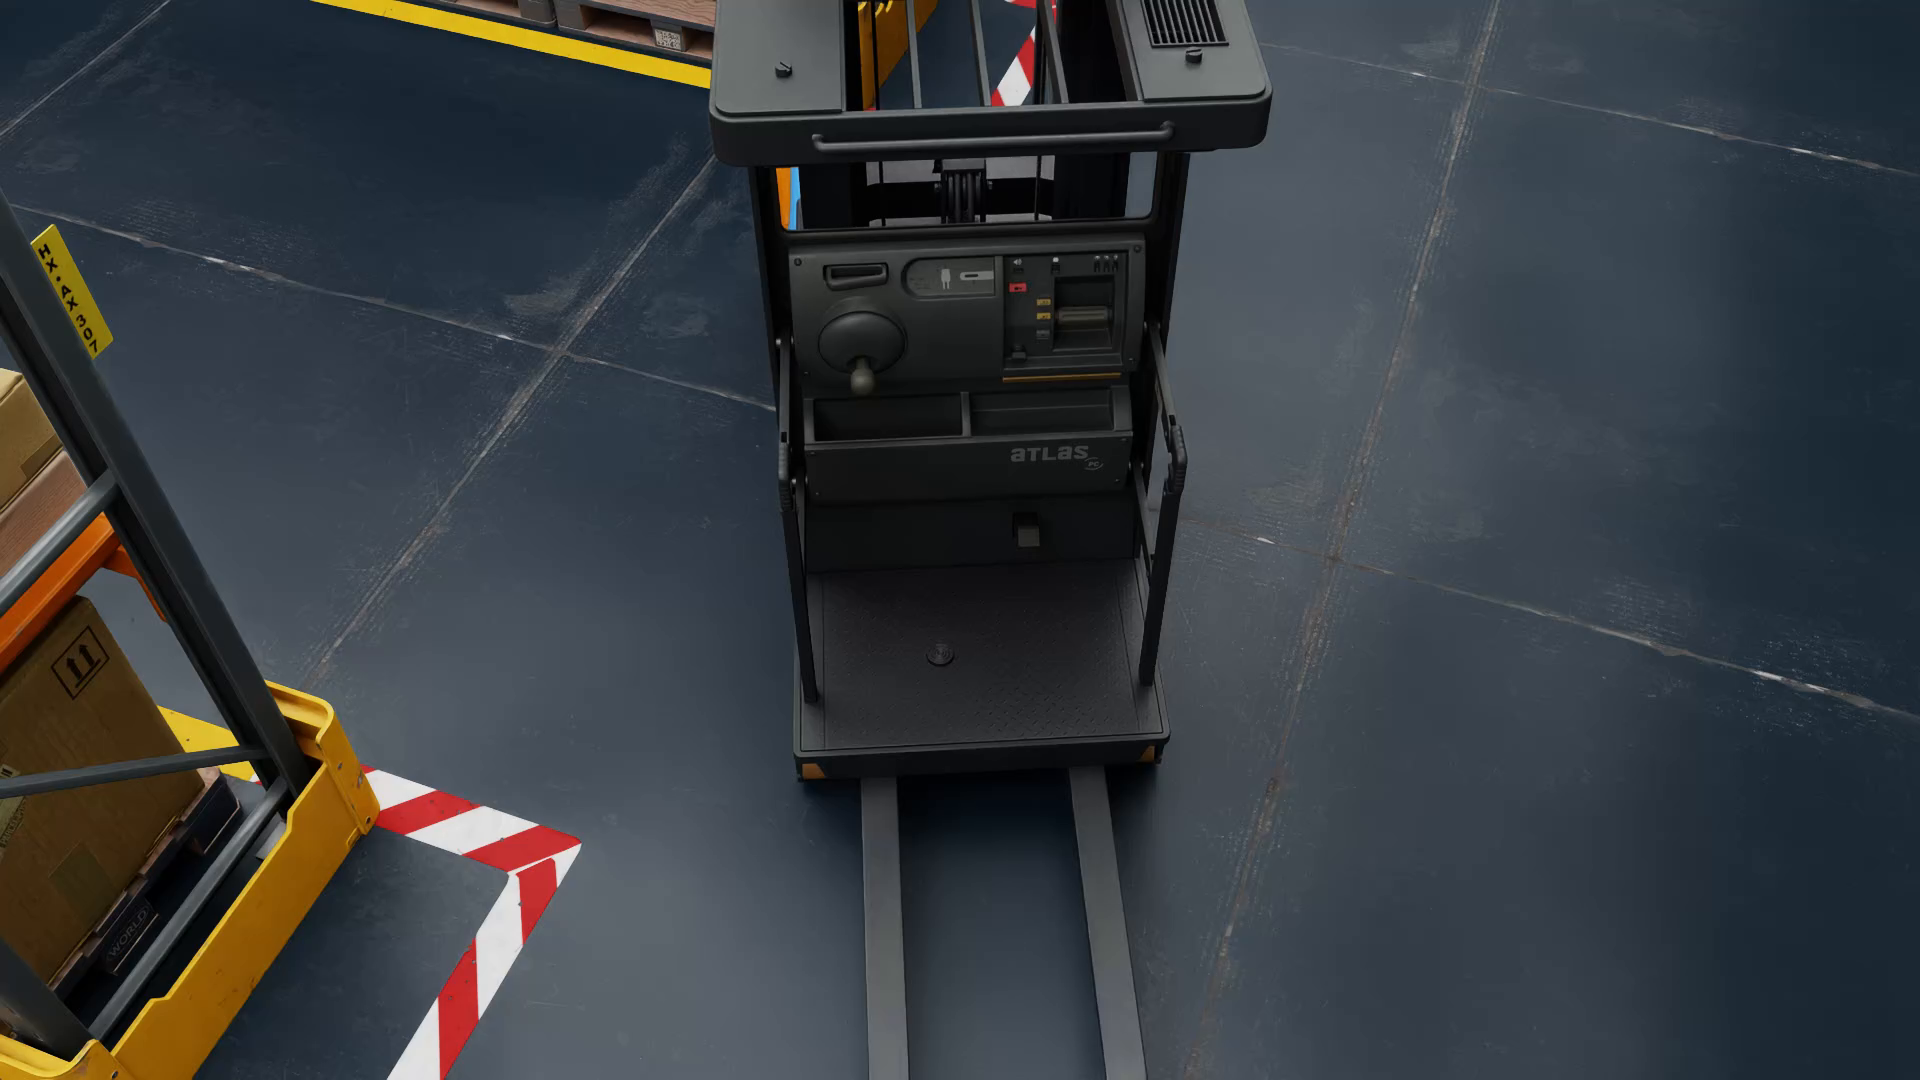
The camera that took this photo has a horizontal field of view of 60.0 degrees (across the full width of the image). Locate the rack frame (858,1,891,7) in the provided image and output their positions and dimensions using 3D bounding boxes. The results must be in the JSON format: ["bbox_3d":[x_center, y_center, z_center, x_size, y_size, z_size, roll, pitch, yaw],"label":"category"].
[{"bbox_3d":[-0.407,-3.334,6.654,0.127,3.000,1.000,16,51,13],"label":"rack frame"}]

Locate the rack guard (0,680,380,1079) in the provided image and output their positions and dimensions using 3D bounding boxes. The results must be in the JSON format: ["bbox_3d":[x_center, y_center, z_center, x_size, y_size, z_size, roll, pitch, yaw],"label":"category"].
[{"bbox_3d":[-2.101,1.002,4.550,0.348,0.500,1.175,16,51,13],"label":"rack guard"}]

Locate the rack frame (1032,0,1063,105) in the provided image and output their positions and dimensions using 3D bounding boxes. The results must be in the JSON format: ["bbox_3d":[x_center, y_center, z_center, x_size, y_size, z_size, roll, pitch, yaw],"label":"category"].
[{"bbox_3d":[0.305,-1.425,5.992,0.032,1.500,0.500,-4,49,-4],"label":"rack frame"}]

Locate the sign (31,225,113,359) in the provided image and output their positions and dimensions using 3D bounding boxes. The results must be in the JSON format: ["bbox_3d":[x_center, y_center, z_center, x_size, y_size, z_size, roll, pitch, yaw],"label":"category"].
[{"bbox_3d":[-1.926,-0.524,3.594,0.005,0.325,0.100,16,51,13],"label":"sign"}]

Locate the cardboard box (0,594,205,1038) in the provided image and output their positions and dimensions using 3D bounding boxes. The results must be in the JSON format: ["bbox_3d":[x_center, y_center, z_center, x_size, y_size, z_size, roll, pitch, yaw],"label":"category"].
[{"bbox_3d":[-2.752,0.625,4.352,0.875,0.875,0.875,16,51,13],"label":"cardboard box"}]

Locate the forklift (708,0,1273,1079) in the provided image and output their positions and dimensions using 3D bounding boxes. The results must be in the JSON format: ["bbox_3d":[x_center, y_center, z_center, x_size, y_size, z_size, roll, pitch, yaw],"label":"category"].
[{"bbox_3d":[0.038,-0.491,4.236,1.130,2.935,3.031,-3,49,-2],"label":"forklift"}]

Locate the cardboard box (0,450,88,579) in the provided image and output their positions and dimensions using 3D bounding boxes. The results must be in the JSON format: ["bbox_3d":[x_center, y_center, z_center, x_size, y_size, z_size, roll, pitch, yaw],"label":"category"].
[{"bbox_3d":[-2.342,-0.067,3.990,0.250,0.149,0.380,16,51,14],"label":"cardboard box"}]

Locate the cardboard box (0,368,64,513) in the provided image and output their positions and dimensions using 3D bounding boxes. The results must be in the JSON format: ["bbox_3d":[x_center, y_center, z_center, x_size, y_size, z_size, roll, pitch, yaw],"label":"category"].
[{"bbox_3d":[-2.480,-0.188,3.830,0.500,0.250,0.500,14,51,12],"label":"cardboard box"}]

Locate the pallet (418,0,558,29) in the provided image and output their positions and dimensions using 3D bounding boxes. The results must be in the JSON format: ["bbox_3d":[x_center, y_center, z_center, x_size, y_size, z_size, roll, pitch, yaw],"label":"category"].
[{"bbox_3d":[-2.308,-2.984,8.197,1.213,0.211,1.003,16,51,13],"label":"pallet"}]

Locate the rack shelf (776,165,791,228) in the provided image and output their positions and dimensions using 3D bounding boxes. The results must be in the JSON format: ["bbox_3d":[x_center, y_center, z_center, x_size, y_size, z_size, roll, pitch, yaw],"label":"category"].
[{"bbox_3d":[-0.201,-1.268,6.094,1.000,0.185,0.538,-4,49,-4],"label":"rack shelf"}]

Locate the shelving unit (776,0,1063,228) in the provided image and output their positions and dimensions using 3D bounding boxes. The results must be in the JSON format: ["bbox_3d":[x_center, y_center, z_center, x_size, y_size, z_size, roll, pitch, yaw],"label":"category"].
[{"bbox_3d":[-0.192,-1.387,5.959,1.083,1.500,0.587,-4,49,-4],"label":"shelving unit"}]

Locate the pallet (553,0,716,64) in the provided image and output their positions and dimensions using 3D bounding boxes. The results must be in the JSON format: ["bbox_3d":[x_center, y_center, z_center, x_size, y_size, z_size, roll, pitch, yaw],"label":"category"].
[{"bbox_3d":[-1.167,-2.664,7.919,1.213,0.211,1.003,16,51,13],"label":"pallet"}]

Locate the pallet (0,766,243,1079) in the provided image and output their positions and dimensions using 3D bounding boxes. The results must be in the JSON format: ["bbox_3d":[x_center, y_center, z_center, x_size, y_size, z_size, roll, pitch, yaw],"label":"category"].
[{"bbox_3d":[-2.901,0.937,4.799,1.213,0.211,1.003,16,51,13],"label":"pallet"}]

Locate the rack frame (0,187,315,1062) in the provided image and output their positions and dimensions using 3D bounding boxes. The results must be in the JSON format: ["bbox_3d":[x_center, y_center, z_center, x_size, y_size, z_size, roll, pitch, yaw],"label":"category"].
[{"bbox_3d":[-2.124,0.177,3.611,0.127,3.000,1.000,16,51,13],"label":"rack frame"}]

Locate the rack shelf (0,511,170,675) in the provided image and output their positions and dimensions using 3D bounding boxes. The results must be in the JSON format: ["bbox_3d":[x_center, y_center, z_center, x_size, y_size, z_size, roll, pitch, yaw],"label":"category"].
[{"bbox_3d":[-4.000,-0.111,4.337,4.000,0.370,1.077,16,51,13],"label":"rack shelf"}]

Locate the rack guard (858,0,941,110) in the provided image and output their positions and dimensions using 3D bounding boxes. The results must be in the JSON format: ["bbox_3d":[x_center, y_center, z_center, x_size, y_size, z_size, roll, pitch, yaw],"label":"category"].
[{"bbox_3d":[-0.380,-2.518,7.601,0.348,0.500,1.175,16,51,13],"label":"rack guard"}]
